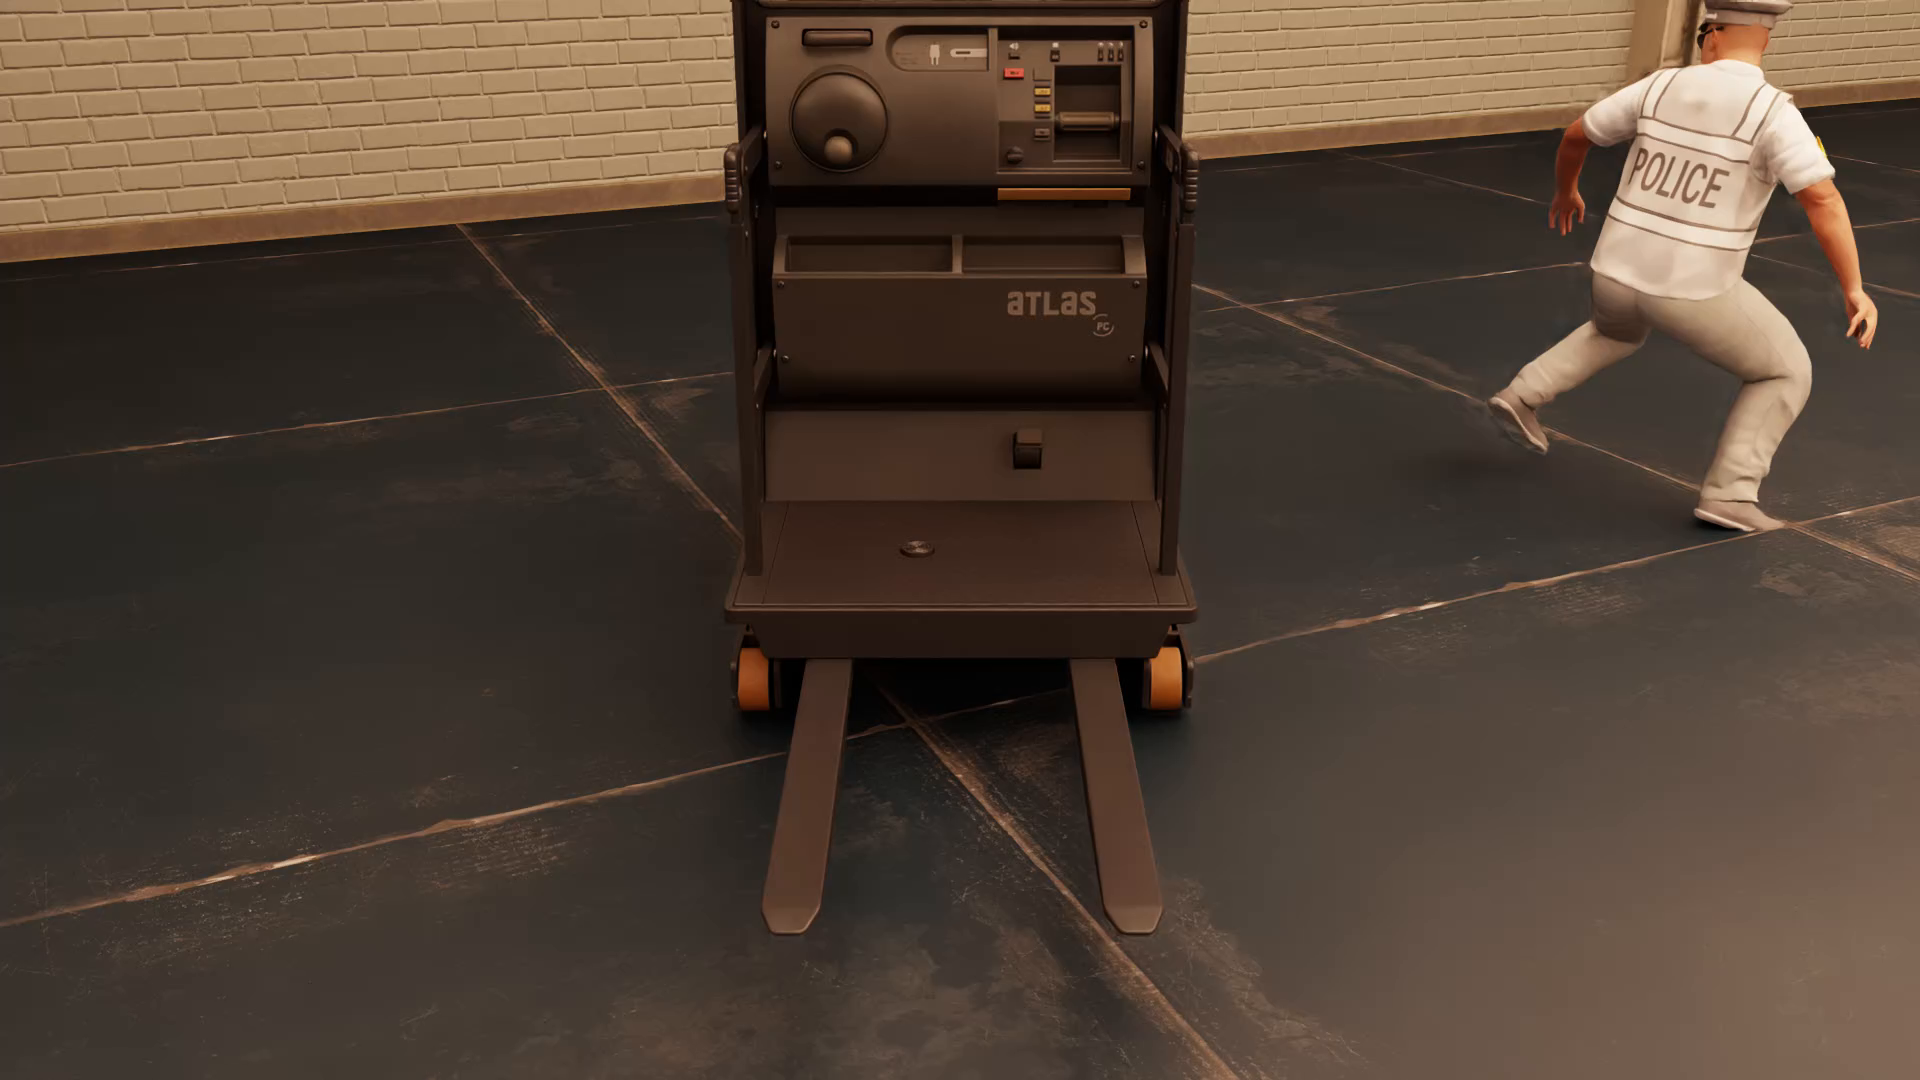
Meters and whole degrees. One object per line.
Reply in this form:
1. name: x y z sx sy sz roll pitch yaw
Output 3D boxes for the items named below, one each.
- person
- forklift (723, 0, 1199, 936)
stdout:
1. person: 2.258 -0.825 5.091 0.508 1.643 1.141 -15 27 -31
2. forklift: 0.001 -1.047 3.806 1.130 2.935 3.031 0 23 0
